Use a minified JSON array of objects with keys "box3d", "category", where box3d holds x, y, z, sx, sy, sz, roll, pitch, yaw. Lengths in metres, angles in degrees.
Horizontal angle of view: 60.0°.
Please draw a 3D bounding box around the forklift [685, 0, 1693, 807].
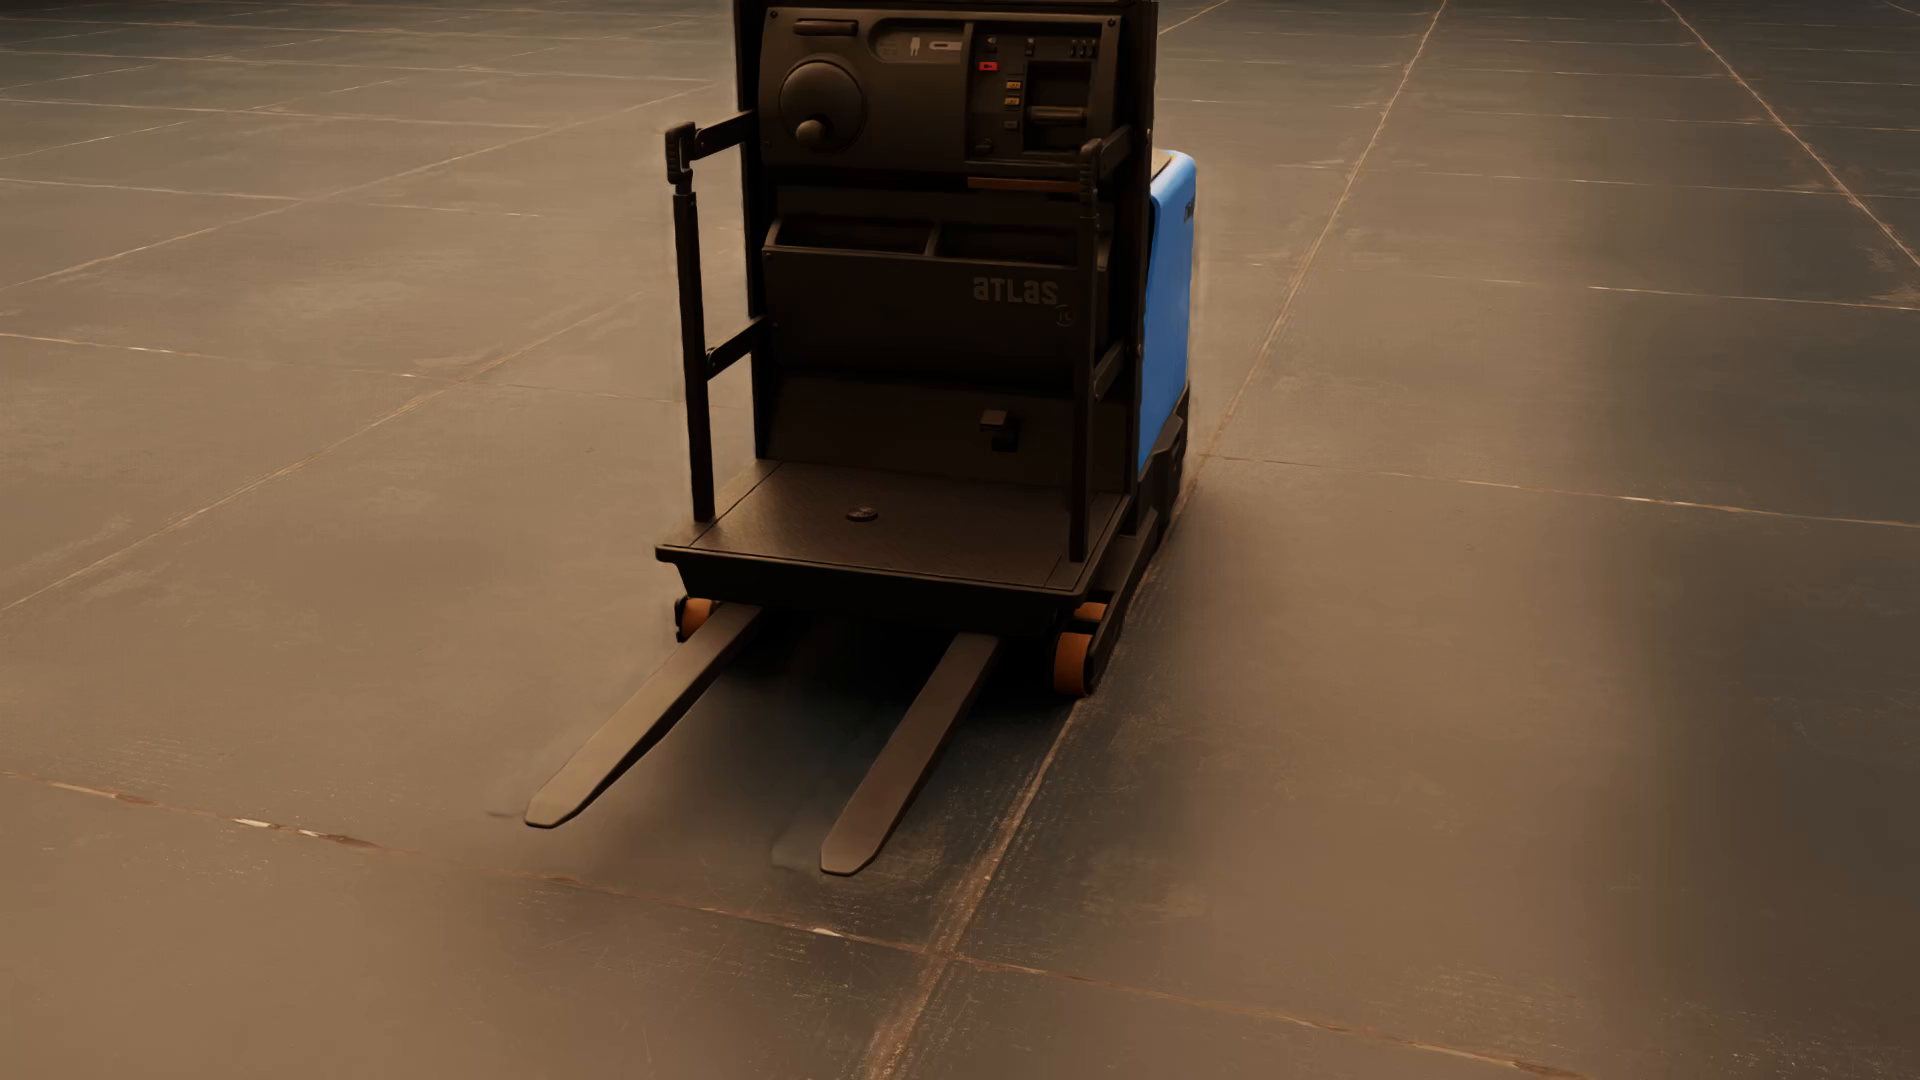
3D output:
[{"box3d":[0.432,-1.164,4.100,1.130,2.935,3.031,-16,27,-34],"category":"forklift"}]
